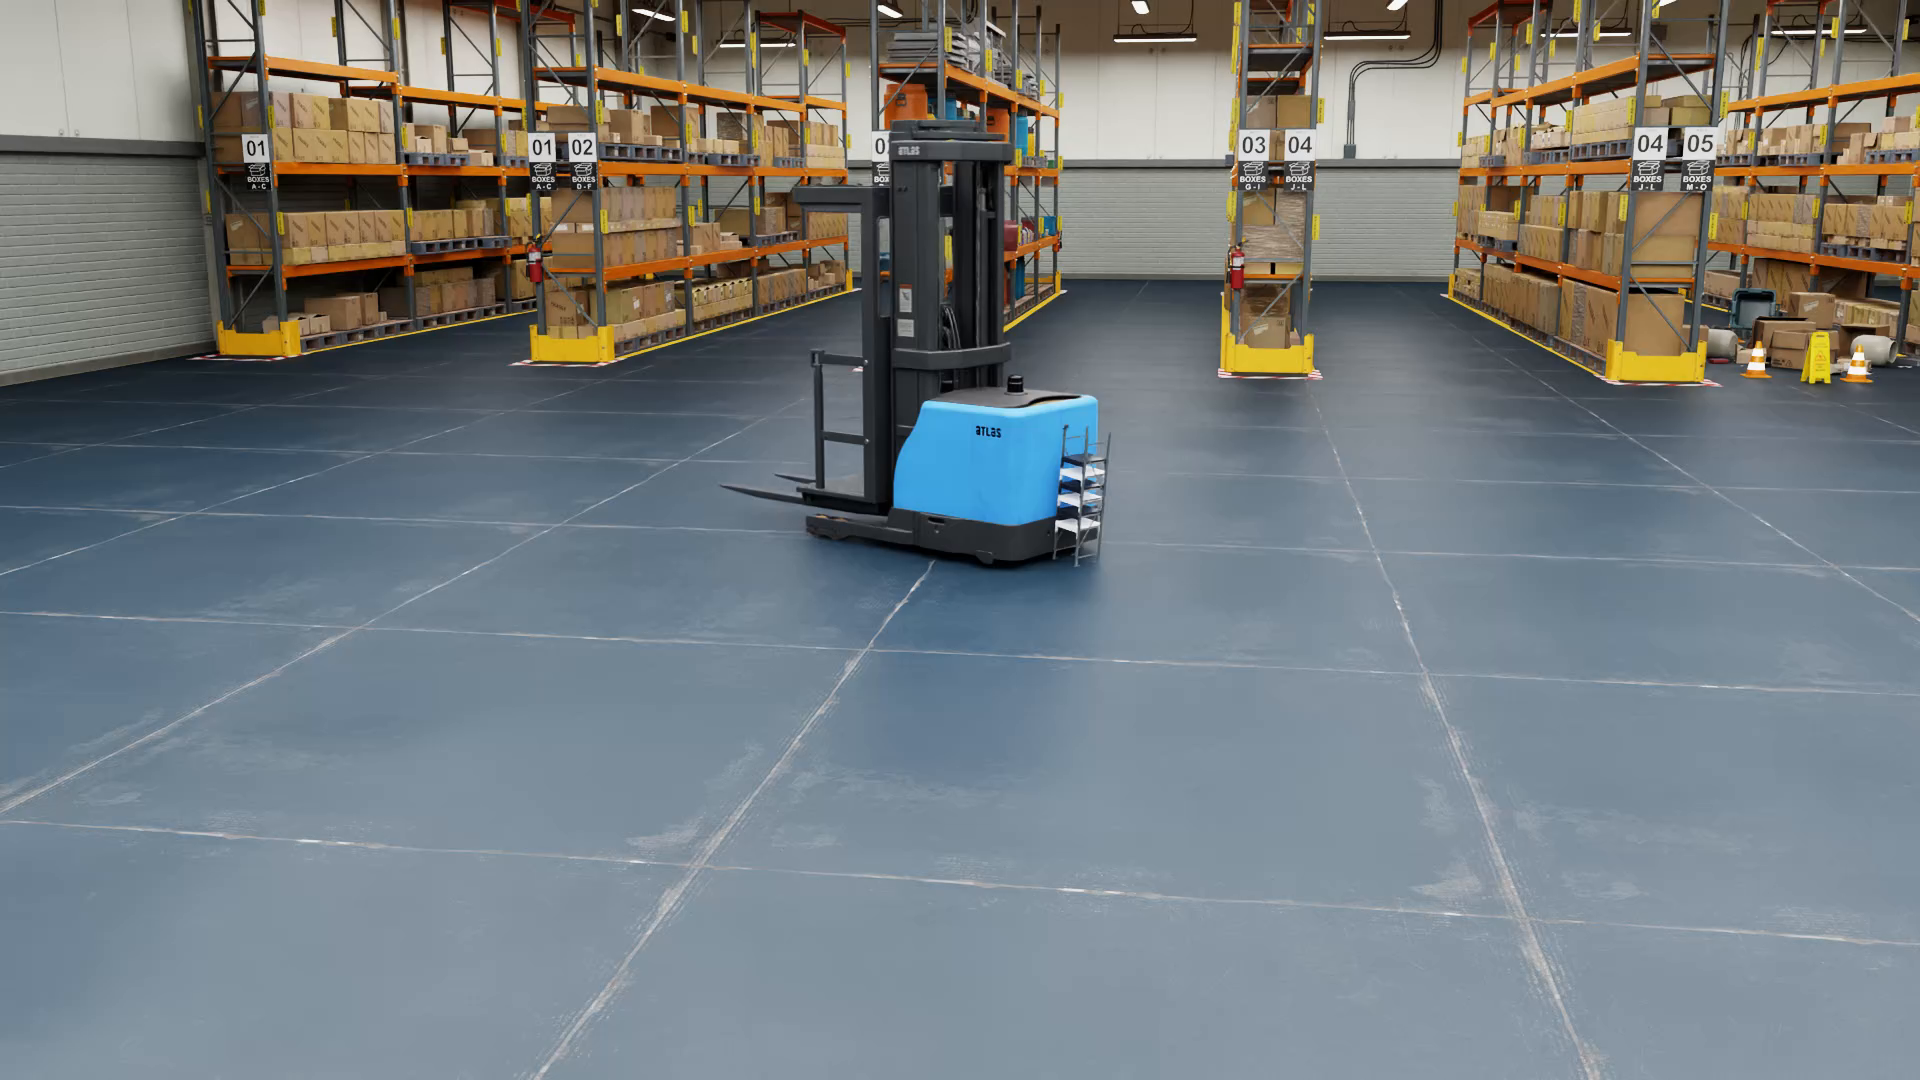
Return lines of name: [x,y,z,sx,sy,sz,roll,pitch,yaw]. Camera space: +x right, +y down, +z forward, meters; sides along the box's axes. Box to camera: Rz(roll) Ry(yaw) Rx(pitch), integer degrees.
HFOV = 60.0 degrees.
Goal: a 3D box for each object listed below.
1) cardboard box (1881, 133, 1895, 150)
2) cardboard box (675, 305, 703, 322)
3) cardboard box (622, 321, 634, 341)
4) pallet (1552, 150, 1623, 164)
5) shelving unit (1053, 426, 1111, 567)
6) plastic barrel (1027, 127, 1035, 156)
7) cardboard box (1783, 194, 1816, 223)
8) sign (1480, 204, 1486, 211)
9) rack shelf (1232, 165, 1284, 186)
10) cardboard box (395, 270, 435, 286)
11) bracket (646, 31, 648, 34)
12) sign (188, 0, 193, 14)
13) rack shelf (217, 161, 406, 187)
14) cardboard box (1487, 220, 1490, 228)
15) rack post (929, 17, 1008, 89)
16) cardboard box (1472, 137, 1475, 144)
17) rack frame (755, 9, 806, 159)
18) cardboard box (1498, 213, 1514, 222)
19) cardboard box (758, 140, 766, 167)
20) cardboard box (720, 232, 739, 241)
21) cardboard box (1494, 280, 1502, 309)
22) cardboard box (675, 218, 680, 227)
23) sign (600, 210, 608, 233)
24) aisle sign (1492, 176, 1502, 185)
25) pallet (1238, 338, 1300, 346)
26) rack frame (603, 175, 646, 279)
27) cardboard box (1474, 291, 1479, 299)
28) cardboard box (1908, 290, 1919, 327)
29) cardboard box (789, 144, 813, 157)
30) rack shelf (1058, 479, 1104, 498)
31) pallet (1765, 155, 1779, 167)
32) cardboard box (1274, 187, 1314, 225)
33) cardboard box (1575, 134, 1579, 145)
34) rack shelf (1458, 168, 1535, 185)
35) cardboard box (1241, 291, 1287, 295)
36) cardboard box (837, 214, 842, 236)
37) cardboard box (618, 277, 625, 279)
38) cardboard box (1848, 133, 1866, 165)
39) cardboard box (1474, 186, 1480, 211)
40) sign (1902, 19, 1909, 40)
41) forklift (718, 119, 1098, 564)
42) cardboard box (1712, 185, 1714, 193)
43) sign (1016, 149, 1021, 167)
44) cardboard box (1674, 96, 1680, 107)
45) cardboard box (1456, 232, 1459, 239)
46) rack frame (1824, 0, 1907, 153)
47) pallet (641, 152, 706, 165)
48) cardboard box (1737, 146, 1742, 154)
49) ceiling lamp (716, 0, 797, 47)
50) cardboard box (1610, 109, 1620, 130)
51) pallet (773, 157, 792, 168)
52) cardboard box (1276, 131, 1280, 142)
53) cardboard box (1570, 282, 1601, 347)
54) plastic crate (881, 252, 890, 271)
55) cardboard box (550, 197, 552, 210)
cardboard box: [14.706,-6.202,25.890,0.500,0.250,0.500,2,12,9]
cardboard box: [-4.676,-3.846,28.248,0.500,0.250,0.500,2,12,7]
cardboard box: [-5.222,-3.146,25.000,0.500,0.250,0.500,2,12,9]
pallet: [9.783,-5.970,25.912,0.805,0.209,1.217,1,12,6]
shelving unit: [0.816,-0.292,11.172,0.258,0.900,0.210,-11,22,-42]
plastic barrel: [1.202,-7.980,33.338,0.600,0.588,0.600,0,12,0]
cardboard box: [15.187,-5.963,29.930,0.500,0.500,0.500,2,12,9]
sign: [10.384,-6.510,33.025,0.100,0.325,0.005,2,12,9]
rack shelf: [5.113,-6.118,27.849,1.077,0.370,4.000,2,12,9]
cardboard box: [-9.717,-4.674,29.669,0.500,0.250,0.500,2,12,7]
bracket: [-8.057,-12.924,42.057,0.235,0.232,0.430,2,12,9]
sign: [-11.038,-7.725,23.884,0.100,0.325,0.005,2,12,9]
rack shelf: [-10.186,-5.767,26.220,1.077,0.370,4.000,2,12,9]
cardboard box: [10.250,-6.013,31.669,0.380,0.149,0.250,2,12,11]
rack post: [0.129,-8.191,28.164,1.013,1.000,3.121,2,12,9]
cardboard box: [10.983,-8.409,34.997,0.380,0.149,0.250,2,12,10]
rack frame: [-3.752,-9.507,34.746,1.000,3.000,0.127,2,12,9]
cardboard box: [10.047,-5.891,30.394,0.380,0.149,0.250,2,12,10]
cardboard box: [-4.255,-7.455,32.107,0.910,0.500,0.500,2,12,9]
cardboard box: [-4.467,-5.624,31.179,0.500,0.311,0.500,3,12,12]
cardboard box: [10.298,-4.585,31.086,0.500,0.500,0.500,1,12,6]
cardboard box: [-4.813,-5.211,27.277,0.380,0.149,0.250,2,12,9]
sign: [-5.050,-4.519,23.598,0.100,0.325,0.005,2,12,9]
aisle sign: [11.844,-8.180,36.657,0.394,0.787,0.004,2,12,9]
pallet: [4.552,-2.828,24.616,1.003,0.211,1.213,2,12,9]
rack frame: [-8.032,-7.566,39.983,1.000,3.000,0.127,2,12,9]
cardboard box: [10.645,-4.975,33.728,0.380,0.149,0.250,2,12,9]
cardboard box: [14.240,-3.380,24.305,0.500,0.500,0.500,2,12,11]
cardboard box: [-3.432,-8.305,35.458,0.500,0.250,0.500,2,12,9]
rack shelf: [0.820,-0.346,11.156,0.258,0.077,0.200,-11,22,-42]
pallet: [15.735,-7.112,31.206,0.805,0.209,1.217,1,12,6]
cardboard box: [4.544,-4.543,22.637,0.500,0.500,0.500,2,12,9]
cardboard box: [9.261,-5.884,24.419,0.380,0.149,0.250,2,12,9]
rack shelf: [11.229,-7.602,34.733,1.077,0.370,4.000,2,12,9]
cardboard box: [5.099,-3.922,27.963,0.700,0.500,0.500,1,12,4]
cardboard box: [-3.013,-7.245,38.256,0.500,0.500,0.500,2,12,9]
cardboard box: [-8.195,-6.192,38.542,0.700,0.500,0.500,1,12,7]
cardboard box: [15.057,-6.417,27.291,0.700,0.500,0.500,2,12,9]
cardboard box: [10.800,-6.968,33.889,0.500,0.500,0.500,1,12,7]
sign: [15.750,-8.511,27.721,0.100,0.325,0.005,2,12,9]
forklift: [-0.494,-1.500,11.996,3.031,2.935,1.130,10,15,38]
cardboard box: [15.969,-7.391,35.019,0.380,0.149,0.250,1,12,7]
sign: [1.071,-6.979,30.385,0.100,0.325,0.005,2,12,9]
cardboard box: [9.481,-5.671,21.539,0.380,0.149,0.250,2,12,9]
cardboard box: [11.162,-6.724,36.668,0.380,0.149,0.250,2,12,8]
rack frame: [15.213,-8.031,27.899,1.000,3.000,0.127,2,12,9]
pallet: [-4.860,-6.466,28.209,0.805,0.209,1.217,1,12,6]
cardboard box: [15.650,-7.727,32.971,0.380,0.149,0.250,2,12,10]
ceiling lamp: [-5.124,-13.830,40.949,2.000,3.185,0.800,2,12,9]
cardboard box: [8.952,-5.580,22.062,0.500,0.250,0.500,2,12,9]
pallet: [-4.078,-7.599,33.460,1.213,0.211,1.003,2,12,9]
cardboard box: [4.513,-5.499,22.681,0.380,0.149,0.250,2,12,8]
cardboard box: [9.390,-3.255,24.026,0.875,0.875,0.875,2,12,9]
plastic crate: [-0.923,-3.956,23.583,0.499,0.251,0.616,2,12,9]
cardboard box: [-8.633,-6.987,34.522,0.500,0.250,0.500,2,12,10]
